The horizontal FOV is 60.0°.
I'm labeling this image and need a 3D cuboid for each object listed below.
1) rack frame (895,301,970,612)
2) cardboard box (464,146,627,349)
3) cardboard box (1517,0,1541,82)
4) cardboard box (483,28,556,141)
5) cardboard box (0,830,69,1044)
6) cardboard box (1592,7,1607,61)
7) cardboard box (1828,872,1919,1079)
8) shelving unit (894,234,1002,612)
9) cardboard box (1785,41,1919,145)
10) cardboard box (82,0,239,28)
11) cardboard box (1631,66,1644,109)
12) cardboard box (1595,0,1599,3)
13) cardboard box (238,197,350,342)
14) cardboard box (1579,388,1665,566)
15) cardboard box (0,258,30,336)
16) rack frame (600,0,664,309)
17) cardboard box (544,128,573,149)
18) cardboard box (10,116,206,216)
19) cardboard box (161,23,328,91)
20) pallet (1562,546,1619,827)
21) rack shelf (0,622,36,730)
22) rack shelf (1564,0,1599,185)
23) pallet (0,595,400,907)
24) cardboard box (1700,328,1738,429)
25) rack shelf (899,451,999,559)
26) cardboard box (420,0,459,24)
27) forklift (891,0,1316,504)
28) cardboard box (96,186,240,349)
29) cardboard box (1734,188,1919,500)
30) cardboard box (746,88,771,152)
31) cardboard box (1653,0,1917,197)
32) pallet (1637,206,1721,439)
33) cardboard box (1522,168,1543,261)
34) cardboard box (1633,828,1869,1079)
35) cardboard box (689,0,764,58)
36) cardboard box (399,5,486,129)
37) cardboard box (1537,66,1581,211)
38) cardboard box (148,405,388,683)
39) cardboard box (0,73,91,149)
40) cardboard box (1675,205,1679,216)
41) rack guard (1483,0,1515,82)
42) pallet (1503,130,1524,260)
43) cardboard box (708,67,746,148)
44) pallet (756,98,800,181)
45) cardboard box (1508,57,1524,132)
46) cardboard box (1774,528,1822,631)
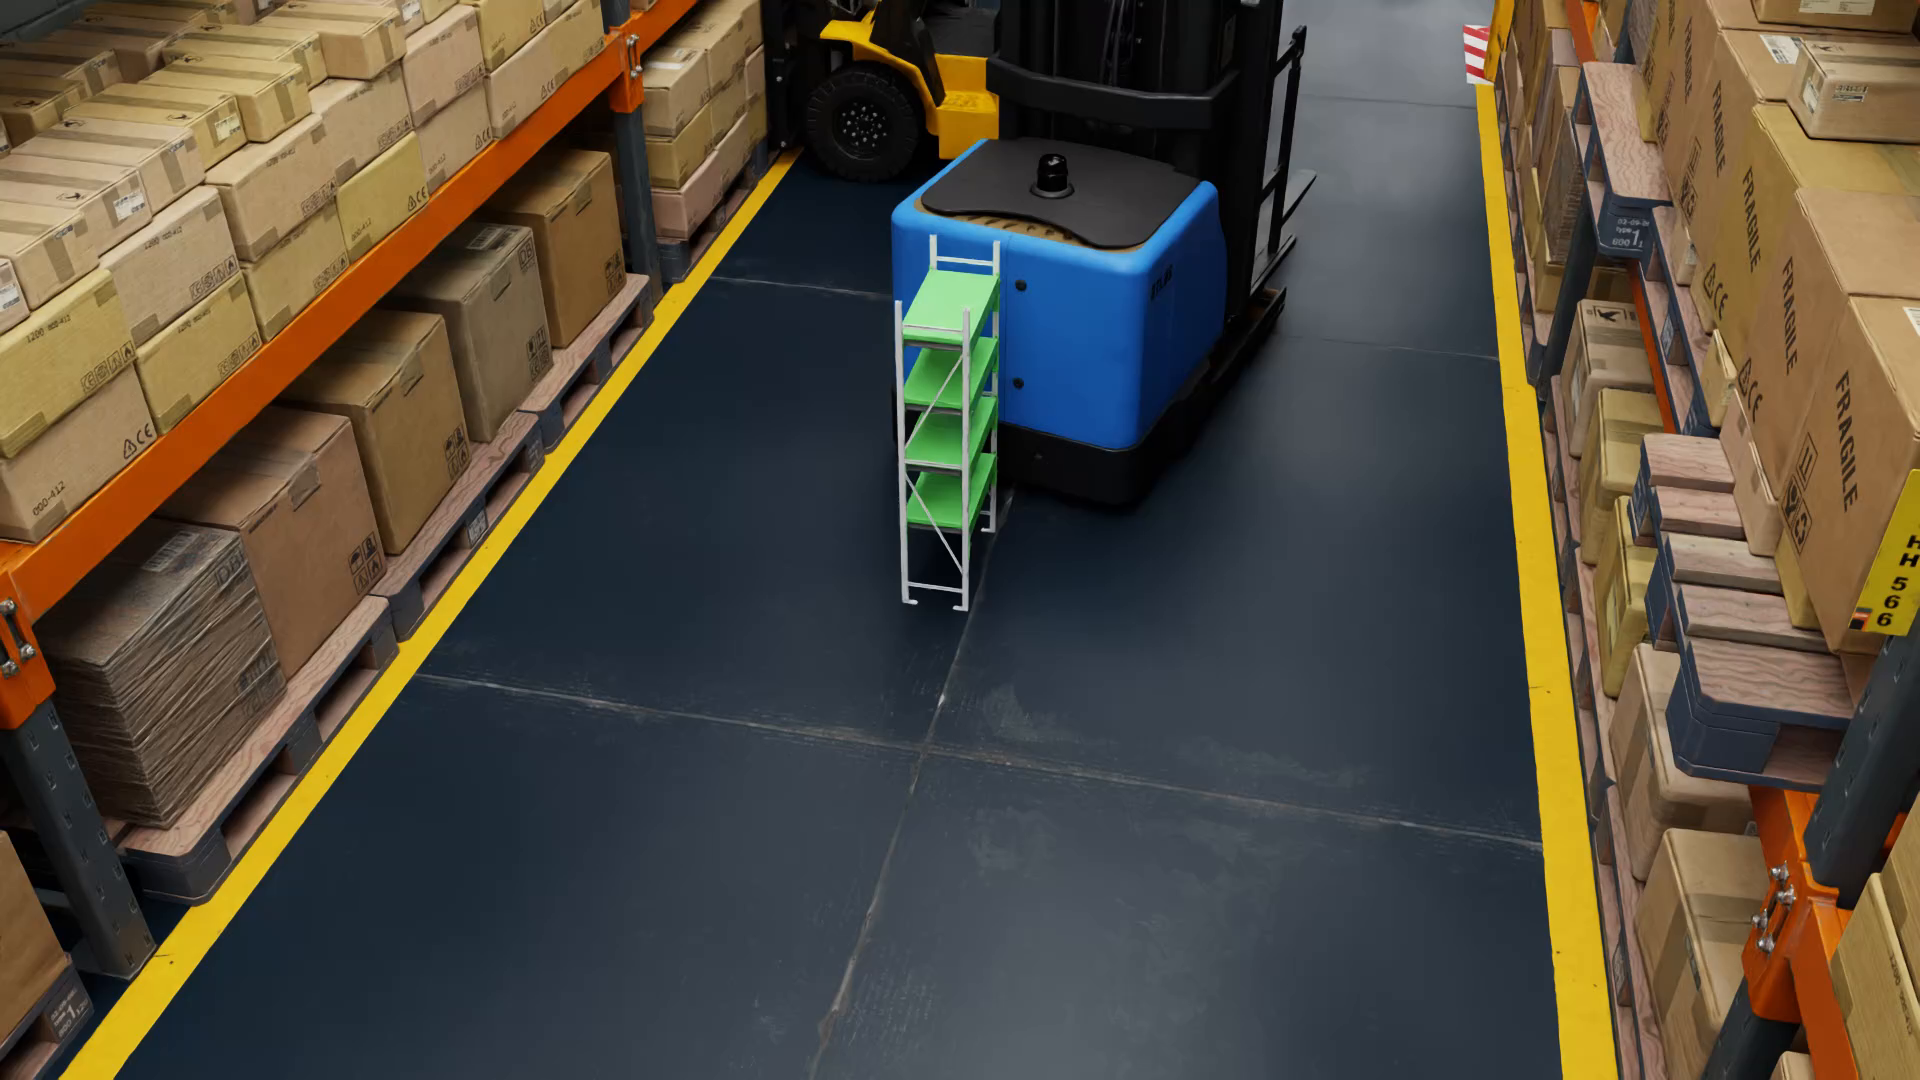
[{"bbox_3d":[-0.087,-0.251,5.574,0.240,1.200,0.015,7,37,10],"label":"rack frame"},{"bbox_3d":[-1.997,-1.296,7.148,0.875,0.625,0.625,9,37,12],"label":"cardboard box"},{"bbox_3d":[3.253,-2.680,8.738,0.500,0.500,0.500,6,36,8],"label":"cardboard box"},{"bbox_3d":[-1.851,-1.717,6.191,0.500,0.250,0.500,7,37,10],"label":"cardboard box"},{"bbox_3d":[-2.631,1.016,4.064,0.500,0.500,0.500,8,37,11],"label":"cardboard box"},{"bbox_3d":[2.771,-2.033,6.713,0.380,0.149,0.250,8,37,11],"label":"cardboard box"},{"bbox_3d":[1.749,0.835,2.670,0.500,0.250,0.500,7,36,9],"label":"cardboard box"},{"bbox_3d":[-0.035,-0.391,5.767,0.258,1.200,0.503,7,37,10],"label":"shelving unit"},{"bbox_3d":[2.173,-1.042,3.882,0.380,0.149,0.250,6,36,8],"label":"cardboard box"},{"bbox_3d":[-2.552,-1.648,5.331,0.380,0.149,0.250,8,37,10],"label":"cardboard box"},{"bbox_3d":[2.527,-1.559,5.701,0.380,0.149,0.250,8,37,11],"label":"cardboard box"},{"bbox_3d":[2.909,-2.511,6.820,0.500,0.500,0.500,9,37,12],"label":"cardboard box"},{"bbox_3d":[-2.202,-0.842,4.983,0.500,0.250,0.500,6,36,8],"label":"cardboard box"},{"bbox_3d":[2.694,-0.161,5.797,0.950,0.372,0.625,10,37,13],"label":"cardboard box"},{"bbox_3d":[-2.395,-0.544,3.807,0.380,0.149,0.250,8,37,11],"label":"cardboard box"},{"bbox_3d":[-1.897,-2.388,6.989,1.000,3.000,0.127,7,37,10],"label":"rack frame"},{"bbox_3d":[-1.993,-1.952,7.947,0.500,0.250,0.500,7,36,9],"label":"cardboard box"},{"bbox_3d":[-2.266,-0.999,4.435,0.380,0.149,0.250,8,37,10],"label":"cardboard box"},{"bbox_3d":[-2.169,-1.446,5.052,0.380,0.149,0.250,7,37,10],"label":"cardboard box"},{"bbox_3d":[2.530,0.509,5.368,1.003,0.211,1.213,7,37,10],"label":"pallet"},{"bbox_3d":[-3.178,1.343,2.454,1.077,0.370,4.000,7,37,10],"label":"rack shelf"},{"bbox_3d":[3.381,-2.623,7.927,1.077,0.370,4.000,7,37,10],"label":"rack shelf"},{"bbox_3d":[-2.537,0.567,5.288,1.003,0.211,1.213,7,37,10],"label":"pallet"},{"bbox_3d":[2.042,-0.376,4.070,0.380,0.149,0.250,8,37,11],"label":"cardboard box"},{"bbox_3d":[-0.035,-0.145,5.945,0.258,0.148,0.480,7,37,10],"label":"rack shelf"},{"bbox_3d":[-1.938,-1.874,5.642,0.380,0.149,0.250,6,36,9],"label":"cardboard box"},{"bbox_3d":[0.837,-2.175,6.754,1.130,2.935,3.031,16,39,21],"label":"forklift"},{"bbox_3d":[-2.309,-0.747,4.427,0.500,0.250,0.500,8,37,11],"label":"cardboard box"},{"bbox_3d":[2.024,-0.399,3.548,0.500,0.500,0.500,7,36,9],"label":"cardboard box"},{"bbox_3d":[-1.282,-2.270,8.812,0.500,0.250,0.500,8,37,11],"label":"cardboard box"},{"bbox_3d":[2.348,-1.297,4.787,0.500,0.500,0.500,7,37,10],"label":"cardboard box"},{"bbox_3d":[2.482,-0.537,4.599,1.003,0.211,1.213,7,37,10],"label":"pallet"},{"bbox_3d":[2.921,-1.504,7.754,0.500,0.250,0.500,6,36,9],"label":"cardboard box"},{"bbox_3d":[2.229,1.096,4.063,0.950,0.372,0.625,5,36,7],"label":"cardboard box"},{"bbox_3d":[-1.273,-2.666,8.506,0.500,0.250,0.500,9,37,12],"label":"cardboard box"},{"bbox_3d":[-1.969,-1.628,5.642,0.500,0.250,0.500,8,37,11],"label":"cardboard box"},{"bbox_3d":[2.924,-1.793,7.514,0.500,0.500,0.500,8,37,11],"label":"cardboard box"},{"bbox_3d":[-2.473,-0.035,5.408,0.875,0.625,0.625,8,37,11],"label":"cardboard box"},{"bbox_3d":[-2.701,-1.204,4.718,0.380,0.149,0.250,7,37,10],"label":"cardboard box"},{"bbox_3d":[2.328,-0.961,4.877,0.380,0.149,0.250,8,37,10],"label":"cardboard box"},{"bbox_3d":[3.791,-3.006,9.971,1.175,0.500,0.348,7,37,10],"label":"rack guard"},{"bbox_3d":[3.321,-1.730,8.457,1.003,0.211,1.213,7,37,10],"label":"pallet"},{"bbox_3d":[-1.386,-2.175,8.254,0.500,0.250,0.500,7,37,10],"label":"cardboard box"},{"bbox_3d":[-1.427,-2.411,9.397,1.003,0.211,1.213,7,37,10],"label":"pallet"},{"bbox_3d":[3.249,-2.399,8.989,0.500,0.250,0.500,9,37,12],"label":"cardboard box"},{"bbox_3d":[1.926,0.077,3.445,0.380,0.149,0.250,8,37,11],"label":"cardboard box"}]
